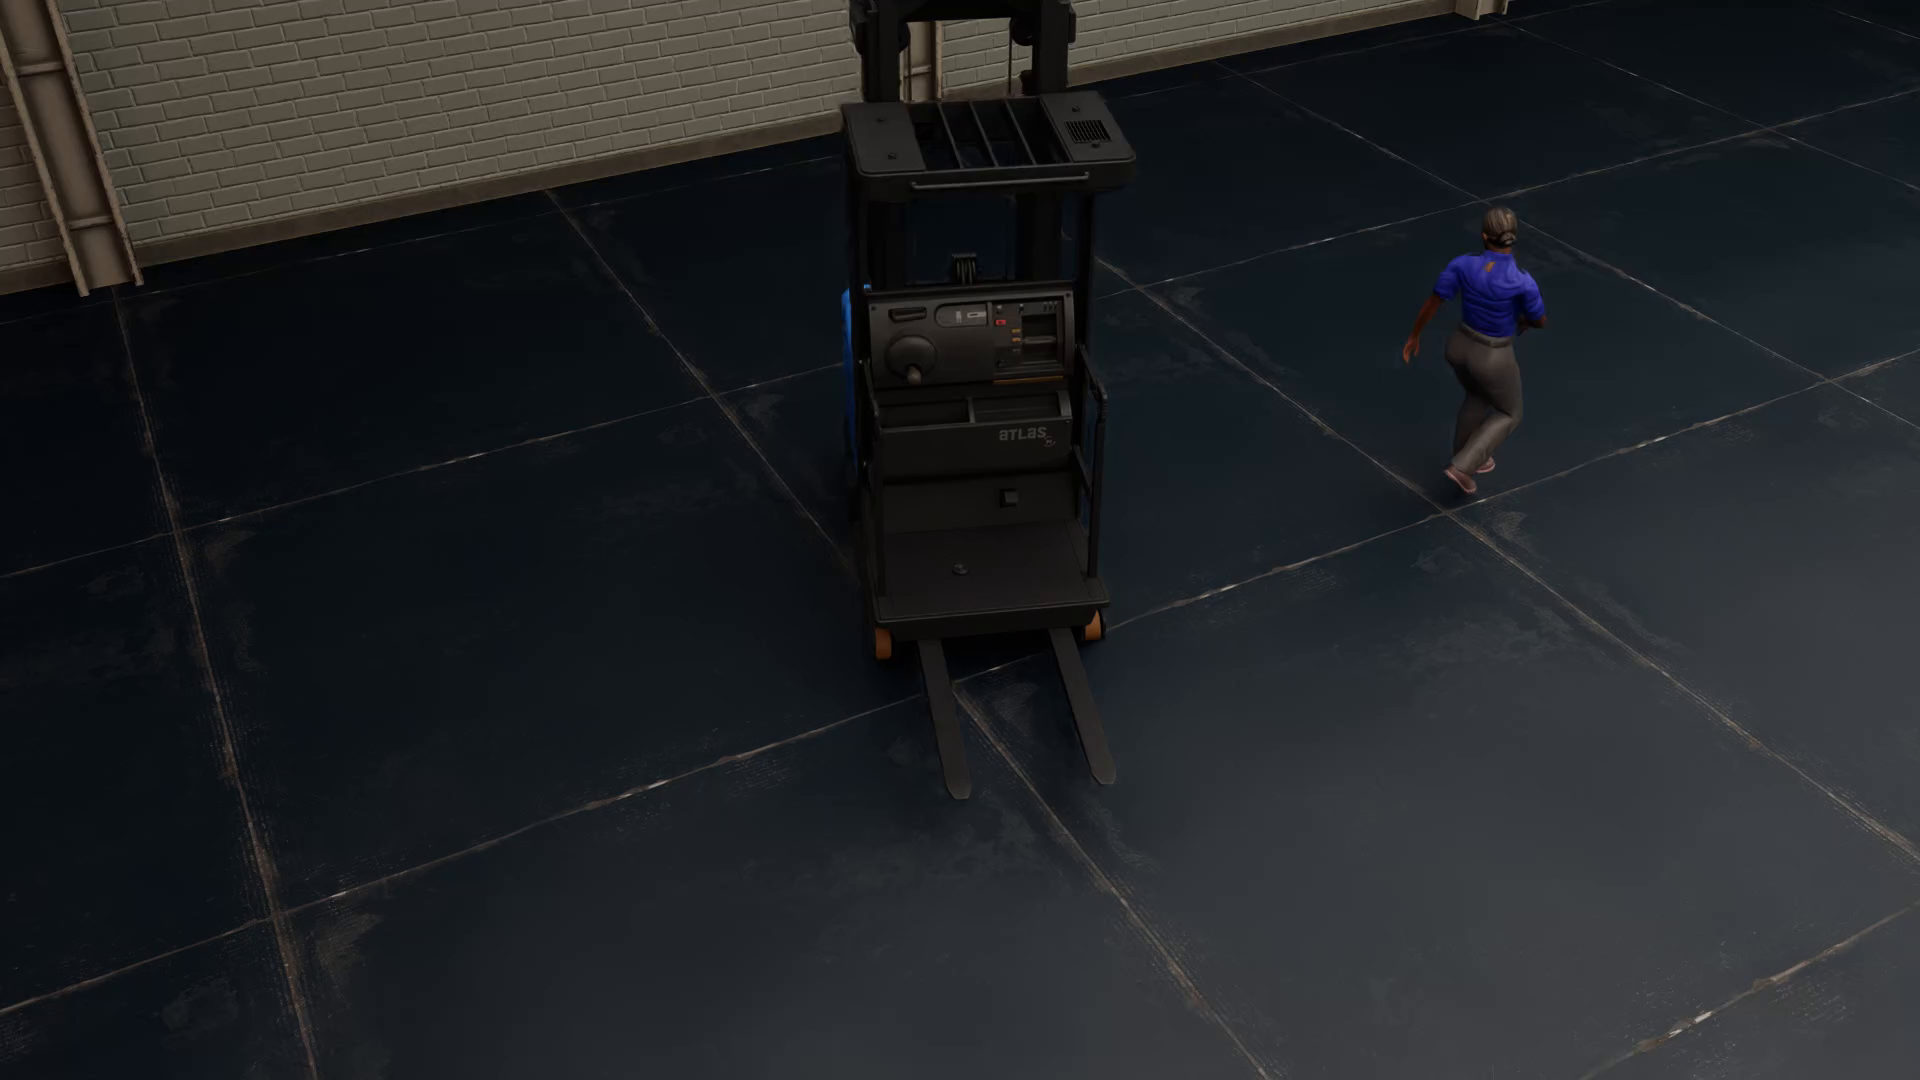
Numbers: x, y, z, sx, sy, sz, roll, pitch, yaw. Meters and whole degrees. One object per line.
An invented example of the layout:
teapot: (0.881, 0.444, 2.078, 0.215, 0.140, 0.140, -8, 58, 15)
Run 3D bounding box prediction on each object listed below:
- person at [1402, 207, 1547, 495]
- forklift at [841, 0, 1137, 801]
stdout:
person: (2.718, -1.000, 8.701, 0.603, 1.603, 0.595, -23, 41, -29)
forklift: (0.089, -0.848, 7.323, 1.130, 2.935, 3.031, -5, 36, -7)
